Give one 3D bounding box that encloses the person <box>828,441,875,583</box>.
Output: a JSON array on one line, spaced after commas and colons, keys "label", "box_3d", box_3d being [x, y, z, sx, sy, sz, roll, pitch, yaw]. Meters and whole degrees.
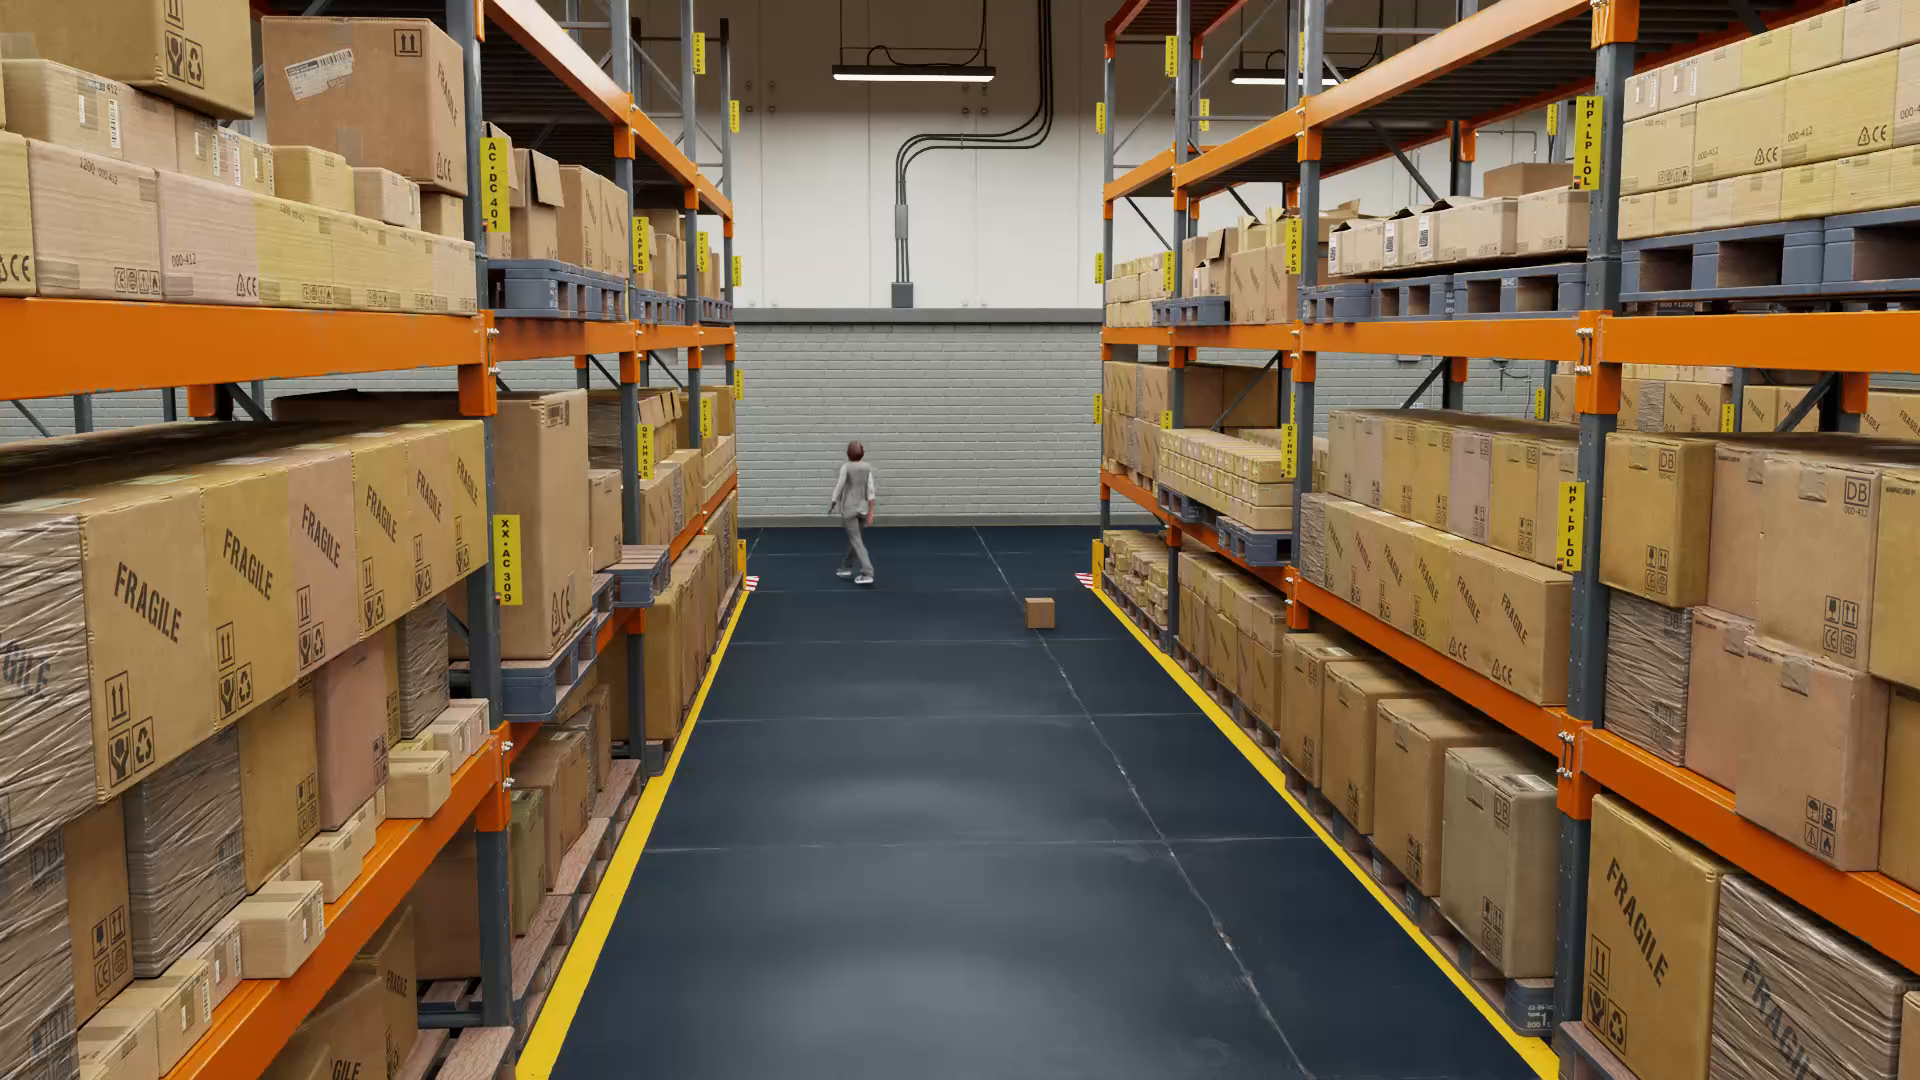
[{"label": "person", "box_3d": [-1.216, -0.326, 18.323, 0.423, 1.551, 0.899, -5, 9, -37]}]
